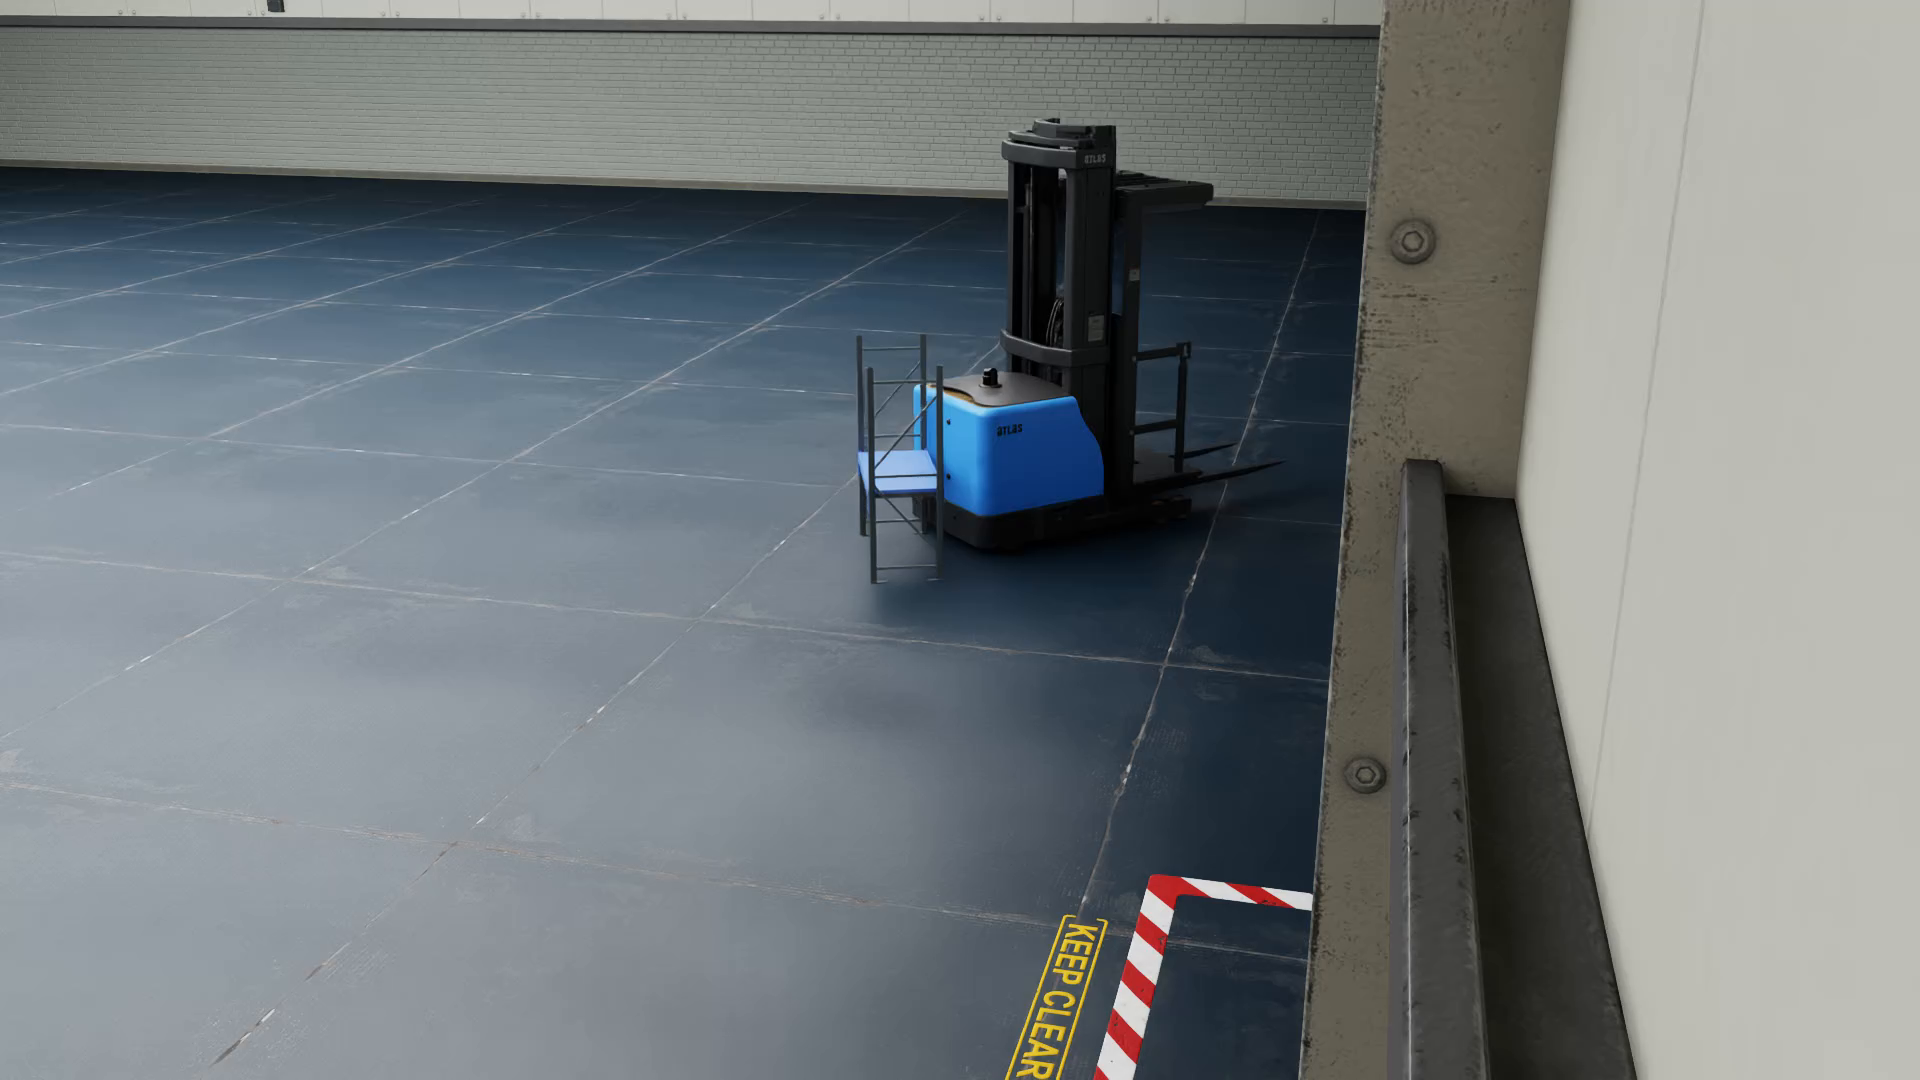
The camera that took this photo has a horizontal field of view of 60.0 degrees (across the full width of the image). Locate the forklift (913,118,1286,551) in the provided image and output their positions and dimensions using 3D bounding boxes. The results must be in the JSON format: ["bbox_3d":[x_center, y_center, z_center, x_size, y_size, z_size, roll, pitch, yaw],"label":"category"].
[{"bbox_3d":[1.164,-1.647,12.474,3.031,2.935,1.130,-11,22,-30],"label":"forklift"}]

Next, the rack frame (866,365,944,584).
[{"bbox_3d":[-0.362,-0.424,11.108,0.500,1.500,0.032,-2,19,-7],"label":"rack frame"}]

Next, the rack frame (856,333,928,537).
[{"bbox_3d":[-0.490,-0.750,12.062,0.500,1.500,0.032,-2,19,-7],"label":"rack frame"}]

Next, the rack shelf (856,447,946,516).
[{"bbox_3d":[-0.426,-0.417,11.643,0.538,0.185,1.000,-2,19,-7],"label":"rack shelf"}]

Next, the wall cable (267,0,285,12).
[{"bbox_3d":[-12.566,-13.216,31.698,2.305,6.003,0.169,5,19,13],"label":"wall cable"}]

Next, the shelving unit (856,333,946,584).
[{"bbox_3d":[-0.426,-0.587,11.585,0.538,1.500,1.048,-2,19,-7],"label":"shelving unit"}]
